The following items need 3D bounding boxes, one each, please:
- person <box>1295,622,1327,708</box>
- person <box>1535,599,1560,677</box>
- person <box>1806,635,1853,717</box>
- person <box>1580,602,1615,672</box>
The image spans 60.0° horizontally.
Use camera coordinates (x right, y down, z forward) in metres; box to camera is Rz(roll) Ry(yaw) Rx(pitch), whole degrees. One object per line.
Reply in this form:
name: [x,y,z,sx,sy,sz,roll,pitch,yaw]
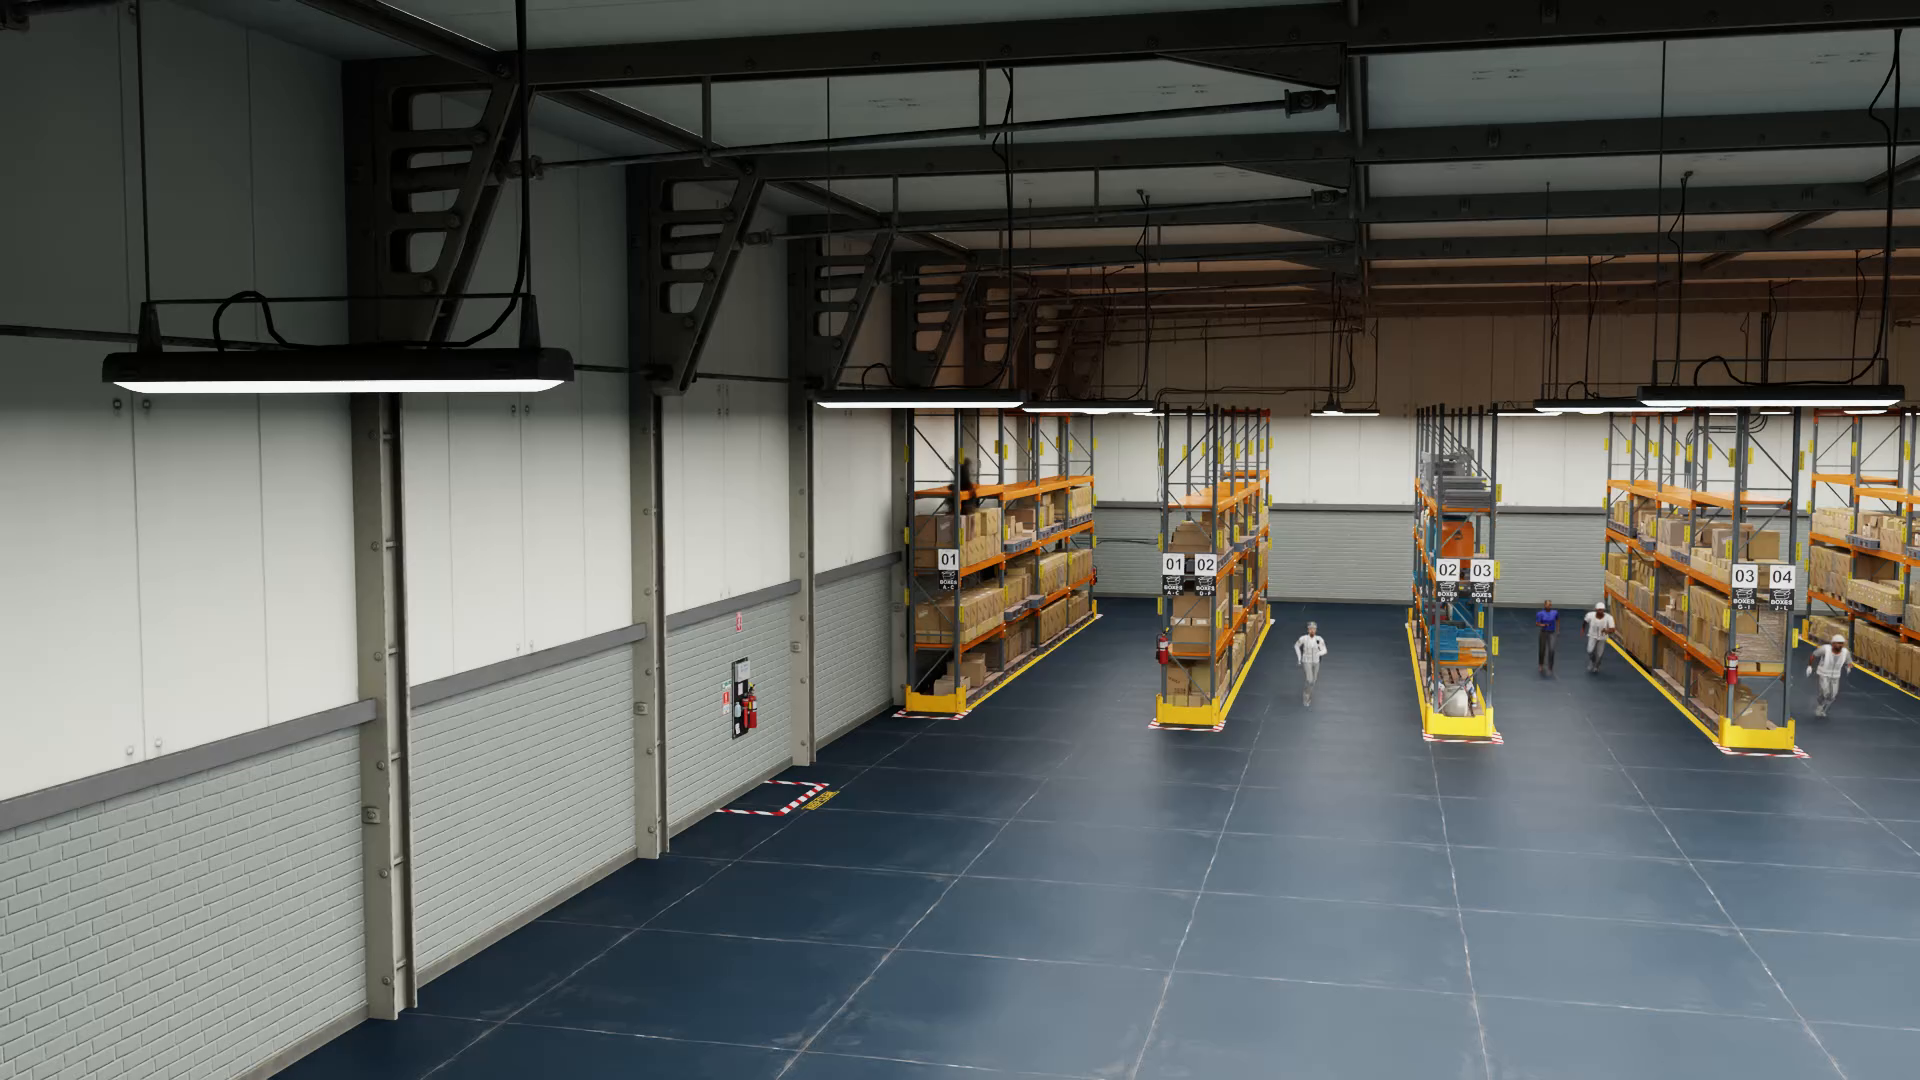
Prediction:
person: [7.001,2.474,33.095,0.563,1.709,0.685,0,4,-6]
person: [13.156,2.226,37.271,0.564,1.603,0.861,1,4,12]
person: [16.591,2.599,31.666,0.698,1.639,0.891,0,4,1]
person: [14.276,2.184,37.252,0.720,1.617,0.946,2,4,21]
